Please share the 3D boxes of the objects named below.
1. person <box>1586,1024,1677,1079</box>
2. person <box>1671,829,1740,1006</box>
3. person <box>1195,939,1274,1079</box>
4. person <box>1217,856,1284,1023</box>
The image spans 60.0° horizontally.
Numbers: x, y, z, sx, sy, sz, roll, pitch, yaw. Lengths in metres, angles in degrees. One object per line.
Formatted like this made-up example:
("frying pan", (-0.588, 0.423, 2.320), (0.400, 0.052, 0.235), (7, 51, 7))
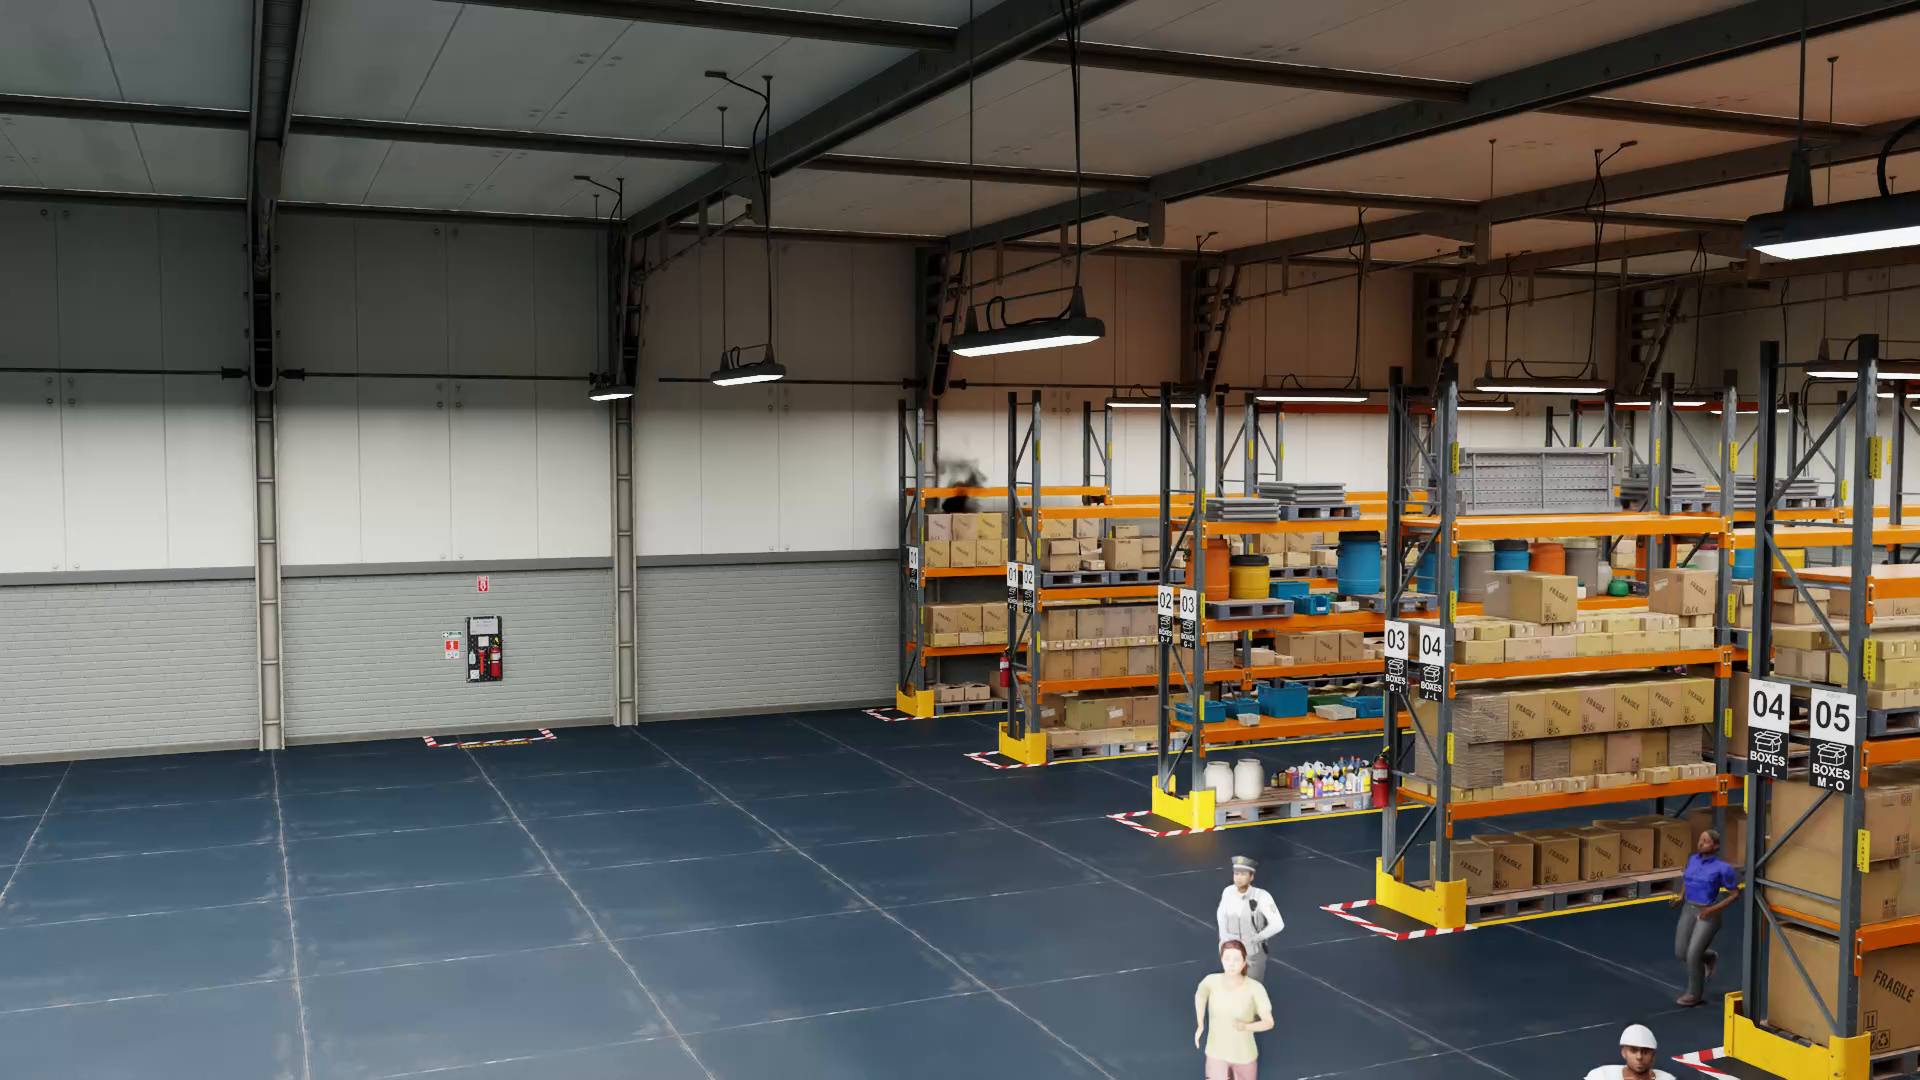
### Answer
("person", (4.021, 3.724, 9.878), (0.702, 1.718, 0.625), (1, 4, 19))
("person", (6.881, 3.467, 15.342), (0.616, 1.603, 0.568), (-2, 4, -29))
("person", (1.906, 3.615, 11.627), (0.570, 1.658, 0.947), (1, 3, 14))
("person", (2.440, 3.504, 14.092), (0.608, 1.699, 0.816), (1, 4, 23))
